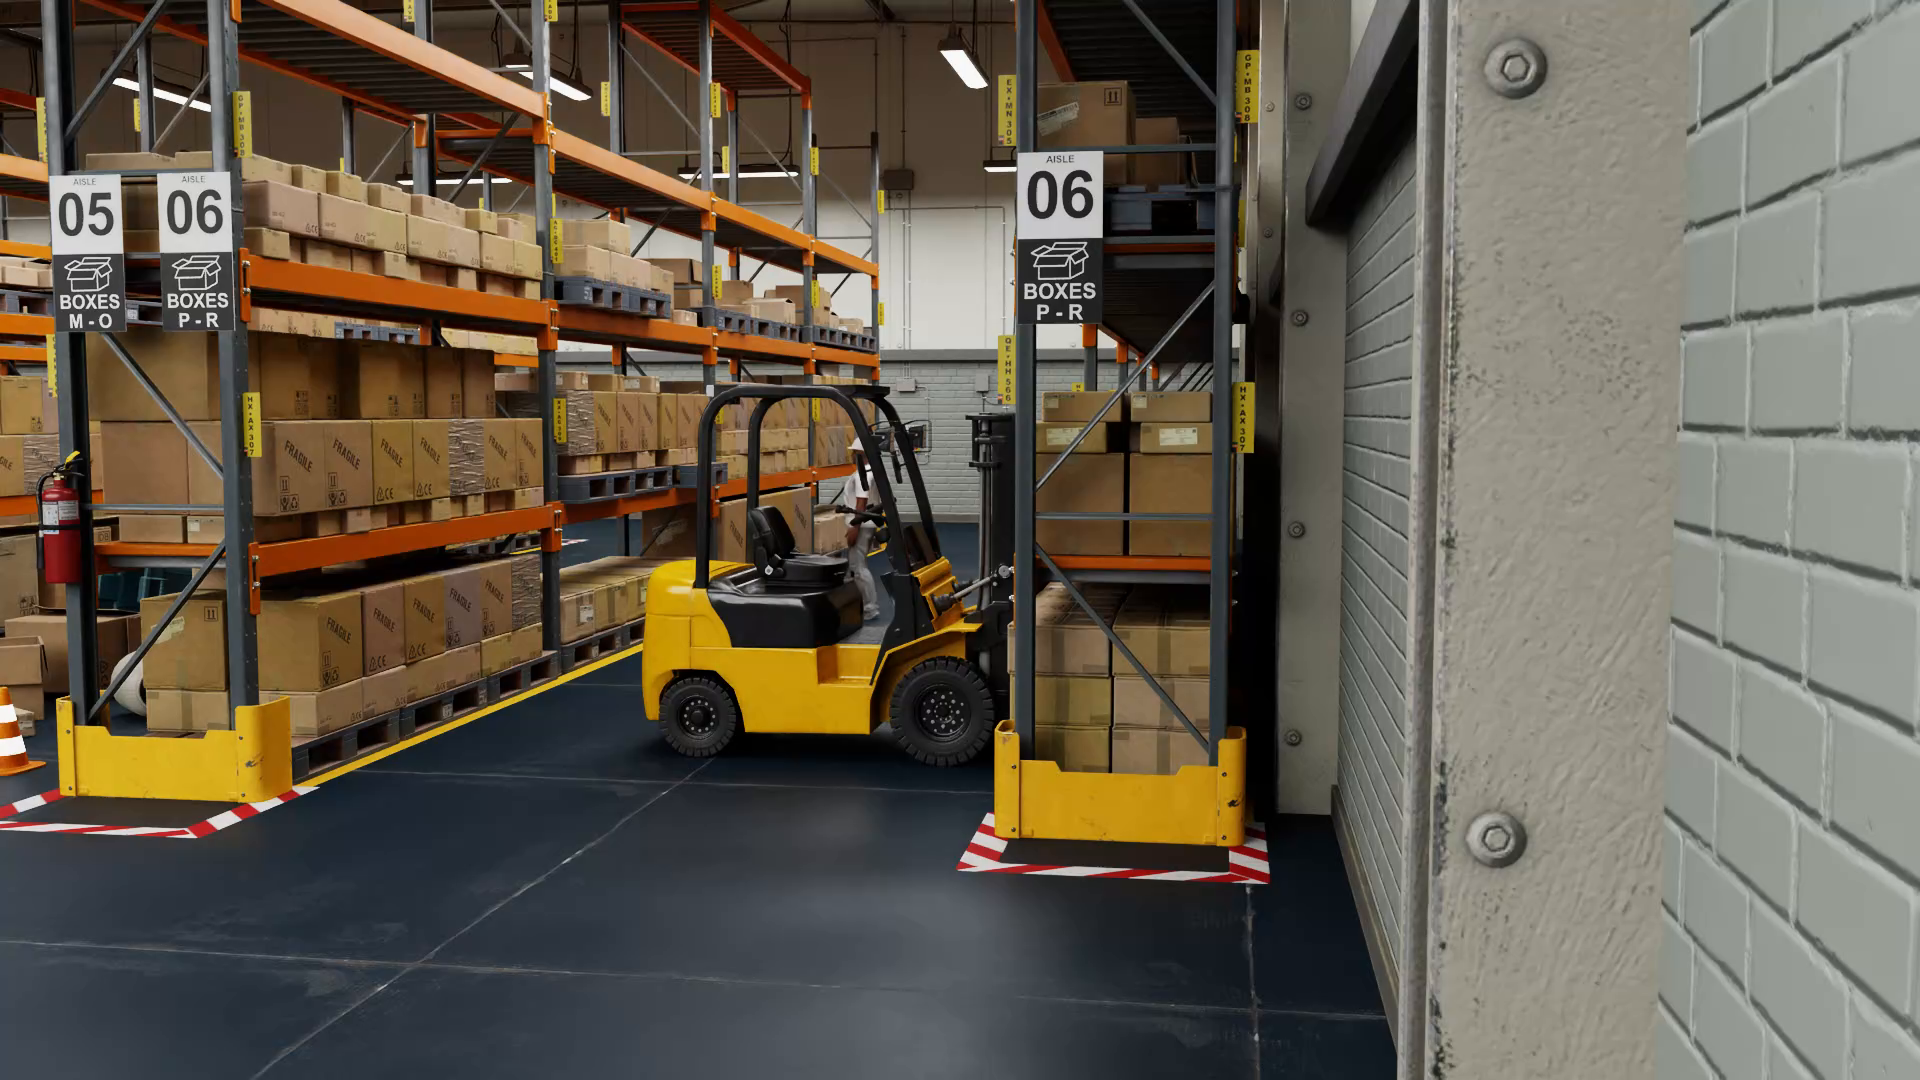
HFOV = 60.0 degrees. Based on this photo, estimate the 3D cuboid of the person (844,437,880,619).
[{"bbox_3d":[-0.970,-0.090,16.158,0.446,1.833,0.571,1,4,9],"label":"person"}]
